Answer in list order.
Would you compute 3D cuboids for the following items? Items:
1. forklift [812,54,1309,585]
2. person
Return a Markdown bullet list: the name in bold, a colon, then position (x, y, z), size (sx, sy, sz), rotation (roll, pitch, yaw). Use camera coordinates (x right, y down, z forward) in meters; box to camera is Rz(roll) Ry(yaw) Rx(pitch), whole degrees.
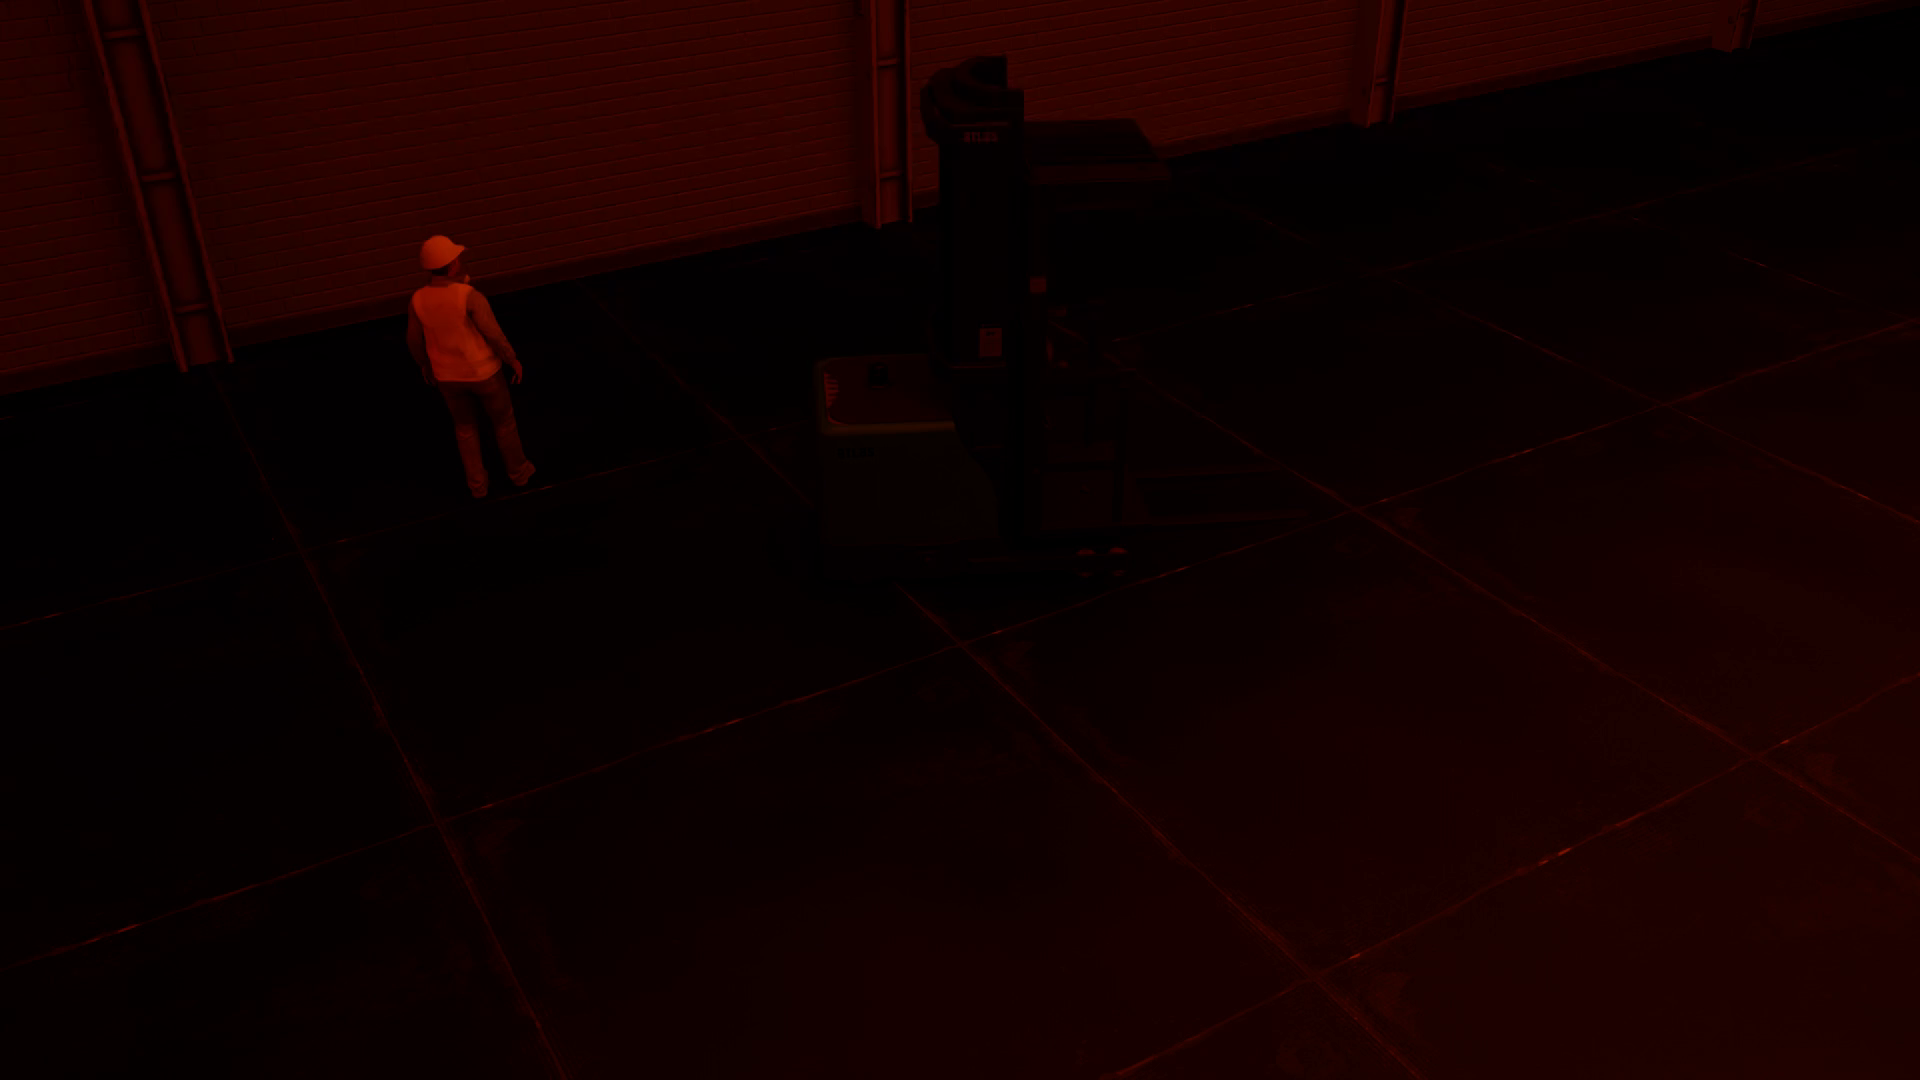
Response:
- **forklift**: position (0.624, -1.303, 9.823), size (3.031, 2.935, 1.130), rotation (-3, 31, -5)
- **person**: position (-3.133, -1.129, 10.658), size (0.688, 1.774, 0.544), rotation (1, 31, 2)
